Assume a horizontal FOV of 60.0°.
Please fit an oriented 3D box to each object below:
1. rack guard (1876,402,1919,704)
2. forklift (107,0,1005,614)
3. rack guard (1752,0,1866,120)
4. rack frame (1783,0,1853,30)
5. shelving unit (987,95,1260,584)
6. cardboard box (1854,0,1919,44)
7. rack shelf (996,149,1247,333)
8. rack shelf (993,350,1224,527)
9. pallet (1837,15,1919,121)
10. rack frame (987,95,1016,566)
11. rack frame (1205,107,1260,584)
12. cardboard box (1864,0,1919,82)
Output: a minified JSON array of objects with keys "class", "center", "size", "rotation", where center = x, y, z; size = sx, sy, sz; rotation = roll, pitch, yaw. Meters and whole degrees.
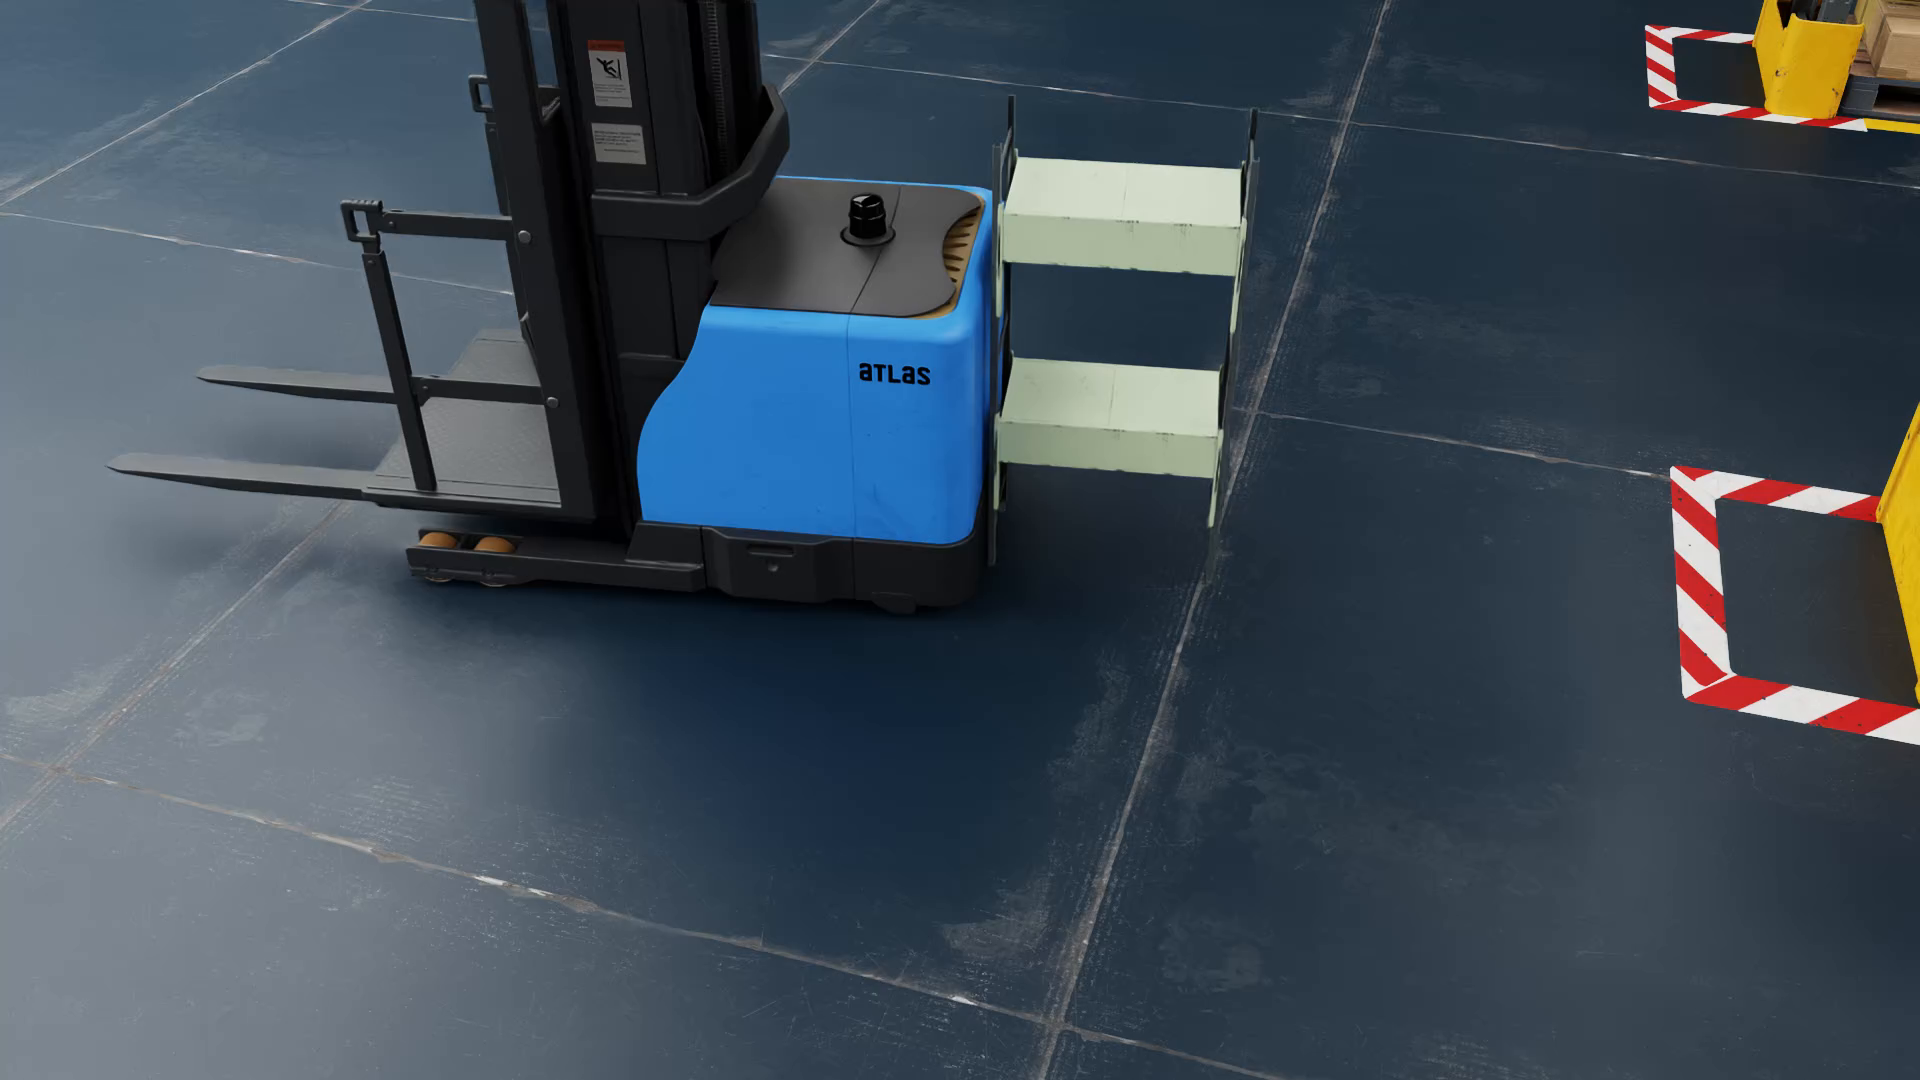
[{"class":"rack guard","center":[3.248,0.028,5.291],"size":[0.348,0.500,1.175],"rotation":[10,38,14]},{"class":"forklift","center":[-1.392,-1.328,5.082],"size":[3.031,2.935,1.130],"rotation":[5,37,6]},{"class":"rack guard","center":[4.619,-2.765,9.086],"size":[0.348,0.500,1.175],"rotation":[10,38,14]},{"class":"rack frame","center":[4.642,-3.768,8.339],"size":[0.127,3.000,1.000],"rotation":[10,38,14]},{"class":"shelving unit","center":[0.494,-0.603,5.305],"size":[0.755,1.500,0.431],"rotation":[5,37,6]},{"class":"cardboard box","center":[5.242,-2.902,9.128],"size":[0.500,0.250,0.500],"rotation":[10,38,14]},{"class":"rack shelf","center":[0.494,-0.918,5.073],"size":[0.720,0.370,0.431],"rotation":[5,37,6]},{"class":"rack shelf","center":[0.494,-0.341,5.498],"size":[0.720,0.370,0.431],"rotation":[5,37,6]},{"class":"pallet","center":[5.384,-2.533,9.014],"size":[1.213,0.211,1.003],"rotation":[10,38,14]},{"class":"rack frame","center":[0.131,-0.633,5.345],"size":[0.023,1.500,0.400],"rotation":[5,37,6]},{"class":"rack frame","center":[0.857,-0.574,5.265],"size":[0.023,1.500,0.400],"rotation":[5,37,6]},{"class":"cardboard box","center":[5.087,-2.609,8.730],"size":[0.500,0.250,0.500],"rotation":[10,38,14]}]
